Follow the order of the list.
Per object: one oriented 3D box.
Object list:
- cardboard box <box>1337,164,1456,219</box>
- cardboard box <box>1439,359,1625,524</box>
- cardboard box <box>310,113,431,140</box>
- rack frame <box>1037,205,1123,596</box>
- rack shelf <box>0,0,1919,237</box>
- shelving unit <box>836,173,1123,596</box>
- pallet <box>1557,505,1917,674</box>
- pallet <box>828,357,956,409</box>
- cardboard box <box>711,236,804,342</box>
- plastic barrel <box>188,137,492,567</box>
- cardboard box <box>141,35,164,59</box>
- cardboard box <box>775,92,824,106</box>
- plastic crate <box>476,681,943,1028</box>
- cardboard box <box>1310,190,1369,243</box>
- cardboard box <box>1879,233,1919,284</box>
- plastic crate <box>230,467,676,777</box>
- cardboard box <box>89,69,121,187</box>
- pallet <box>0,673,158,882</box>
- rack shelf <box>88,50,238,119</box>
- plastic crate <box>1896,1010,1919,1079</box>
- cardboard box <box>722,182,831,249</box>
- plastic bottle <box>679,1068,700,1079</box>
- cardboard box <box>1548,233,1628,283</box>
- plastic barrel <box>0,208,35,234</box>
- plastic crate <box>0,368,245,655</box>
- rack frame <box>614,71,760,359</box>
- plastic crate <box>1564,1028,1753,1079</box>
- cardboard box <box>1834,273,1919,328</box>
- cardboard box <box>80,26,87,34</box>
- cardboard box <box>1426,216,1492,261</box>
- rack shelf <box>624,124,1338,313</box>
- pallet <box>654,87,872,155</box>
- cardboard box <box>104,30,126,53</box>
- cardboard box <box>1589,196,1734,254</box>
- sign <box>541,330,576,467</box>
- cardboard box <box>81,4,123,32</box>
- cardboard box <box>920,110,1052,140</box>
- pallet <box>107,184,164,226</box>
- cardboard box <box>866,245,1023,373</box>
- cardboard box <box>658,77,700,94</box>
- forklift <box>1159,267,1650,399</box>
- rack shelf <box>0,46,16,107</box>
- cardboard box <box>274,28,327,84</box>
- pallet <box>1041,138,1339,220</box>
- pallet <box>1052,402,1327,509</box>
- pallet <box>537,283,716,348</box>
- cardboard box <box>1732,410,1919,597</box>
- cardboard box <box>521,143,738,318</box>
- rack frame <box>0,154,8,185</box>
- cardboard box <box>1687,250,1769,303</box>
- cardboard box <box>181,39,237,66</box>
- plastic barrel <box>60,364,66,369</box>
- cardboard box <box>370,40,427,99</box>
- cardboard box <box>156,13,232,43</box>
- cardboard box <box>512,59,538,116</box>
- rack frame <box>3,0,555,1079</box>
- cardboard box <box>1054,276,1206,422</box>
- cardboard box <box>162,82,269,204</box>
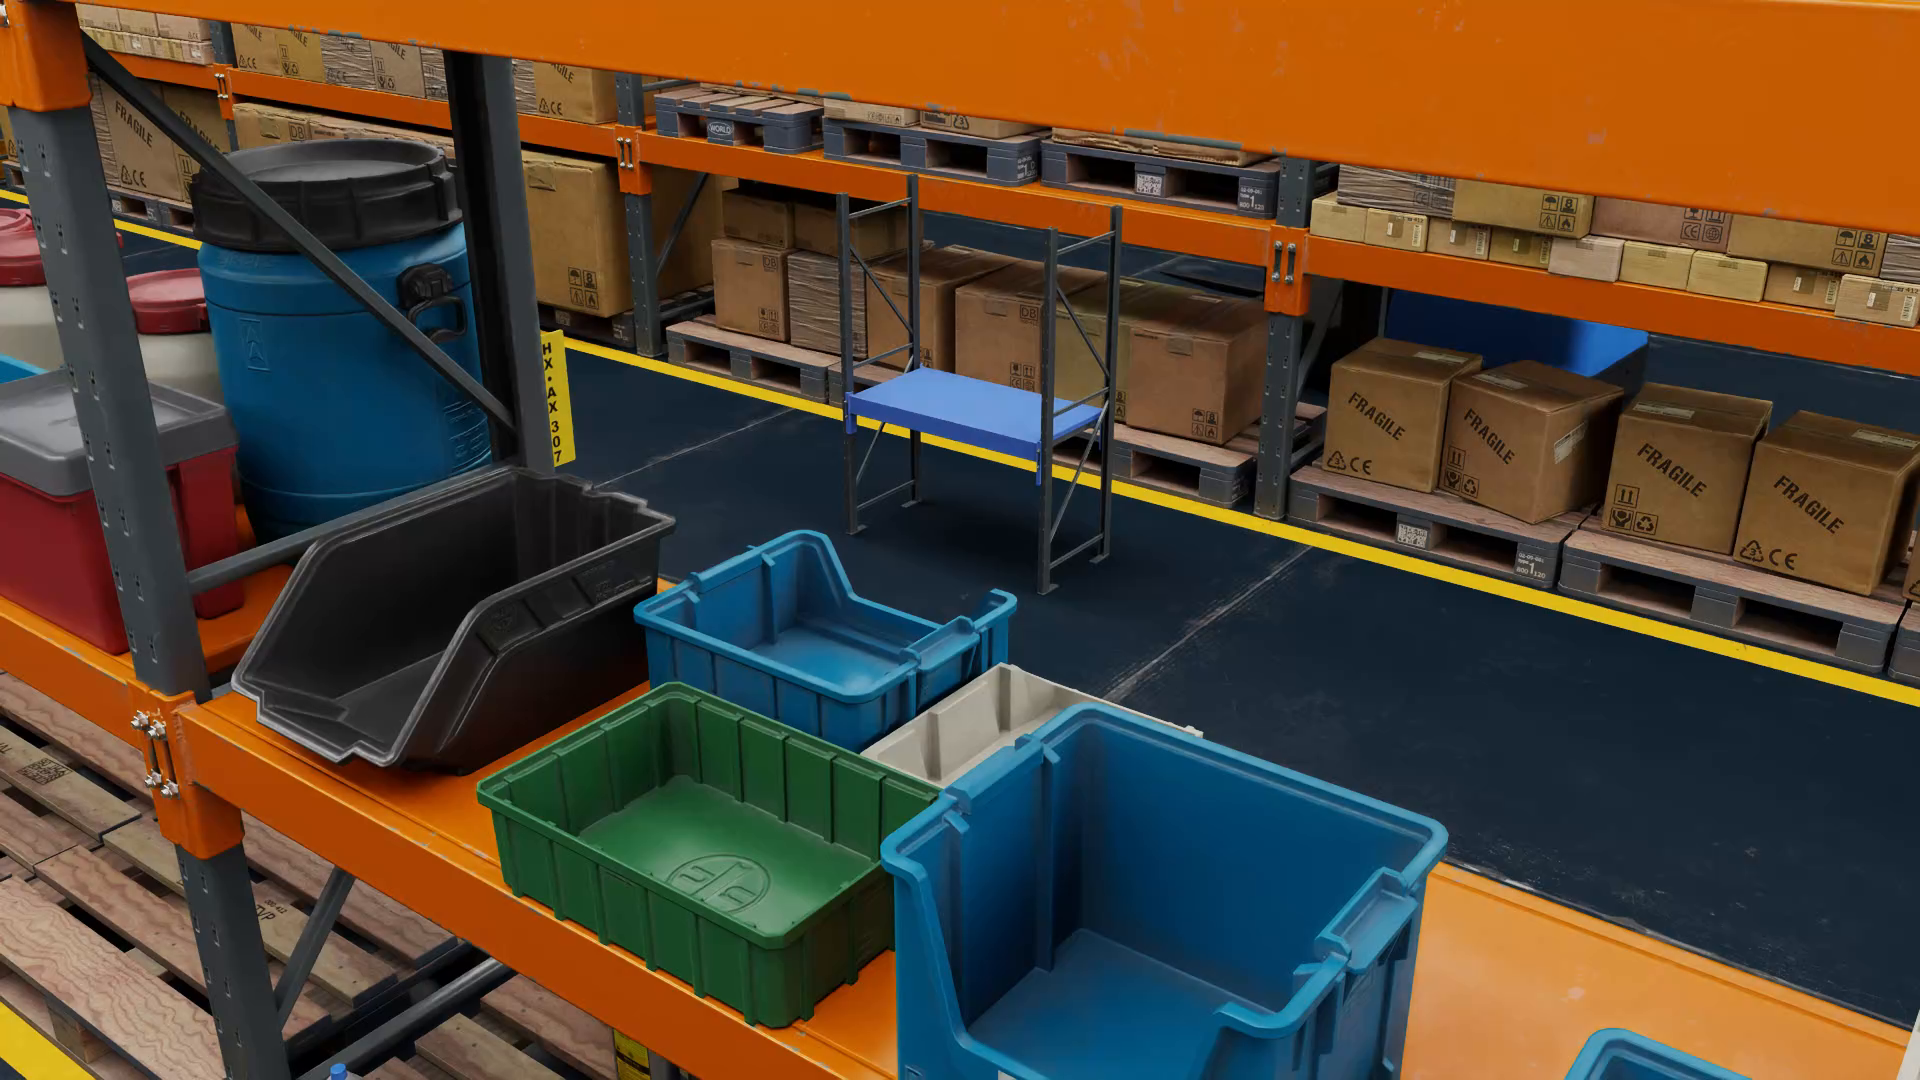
[{"bbox_3d":[1.990,-1.679,6.848,0.500,0.500,0.875,17,29,33],"label":"cardboard box"},{"bbox_3d":[2.426,-0.429,7.082,0.500,0.500,0.500,-16,28,-31],"label":"cardboard box"},{"bbox_3d":[-3.495,-2.416,11.128,0.875,0.875,1.225,16,28,32],"label":"cardboard box"},{"bbox_3d":[0.475,-0.543,6.622,0.032,1.500,0.500,17,29,33],"label":"rack frame"},{"bbox_3d":[0.297,-0.588,2.036,4.000,0.370,1.077,17,29,33],"label":"rack shelf"},{"bbox_3d":[0.068,-0.666,6.901,1.048,1.500,0.538,17,29,33],"label":"shelving unit"},{"bbox_3d":[3.206,0.096,6.771,1.213,0.211,1.003,17,29,33],"label":"pallet"},{"bbox_3d":[0.063,-0.833,8.878,1.213,0.211,1.003,17,29,33],"label":"pallet"},{"bbox_3d":[-0.985,-1.495,9.478,0.500,0.500,0.700,15,28,31],"label":"cardboard box"},{"bbox_3d":[-1.431,-0.449,3.926,0.708,0.901,0.600,17,29,33],"label":"plastic barrel"},{"bbox_3d":[-5.586,-3.538,11.871,0.250,0.149,0.380,16,29,32],"label":"cardboard box"},{"bbox_3d":[-0.571,-2.611,8.811,0.700,0.500,0.500,-22,32,-40],"label":"cardboard box"},{"bbox_3d":[-0.386,0.488,2.685,0.662,0.188,0.450,17,29,33],"label":"plastic crate"},{"bbox_3d":[1.659,-1.362,6.933,0.250,0.149,0.380,17,29,33],"label":"cardboard box"},{"bbox_3d":[3.598,-1.200,5.760,0.500,0.500,0.875,17,29,33],"label":"cardboard box"},{"bbox_3d":[-0.961,0.168,3.226,0.504,0.338,0.767,17,29,33],"label":"plastic crate"},{"bbox_3d":[-6.647,-3.399,13.358,0.875,0.875,0.875,17,29,33],"label":"cardboard box"},{"bbox_3d":[-2.935,0.776,5.228,1.213,0.211,1.003,17,29,33],"label":"pallet"},{"bbox_3d":[-6.335,-3.715,12.854,4.000,0.370,1.077,17,29,33],"label":"rack shelf"},{"bbox_3d":[1.374,0.740,2.178,0.250,0.136,0.298,17,29,33],"label":"plastic crate"},{"bbox_3d":[-0.979,-1.842,9.334,0.500,0.250,0.500,18,30,35],"label":"cardboard box"},{"bbox_3d":[-0.530,1.180,3.684,0.135,0.276,0.152,17,29,33],"label":"plastic bottle"},{"bbox_3d":[2.449,-1.115,6.372,0.250,0.149,0.380,17,29,33],"label":"cardboard box"},{"bbox_3d":[-2.871,-0.674,4.892,0.433,0.535,0.433,0,24,0],"label":"plastic barrel"},{"bbox_3d":[-1.874,-0.076,3.622,0.583,0.464,0.402,17,29,33],"label":"plastic crate"},{"bbox_3d":[-1.534,-2.593,9.416,0.127,3.000,1.000,17,29,33],"label":"rack frame"},{"bbox_3d":[0.801,0.824,1.844,0.408,0.251,0.499,17,29,33],"label":"plastic crate"},{"bbox_3d":[3.253,-0.875,5.827,0.250,0.149,0.380,17,29,33],"label":"cardboard box"},{"bbox_3d":[-6.406,-3.786,12.435,0.250,0.149,0.380,17,29,34],"label":"cardboard box"},{"bbox_3d":[2.068,-1.246,6.669,0.250,0.149,0.380,17,29,33],"label":"cardboard box"},{"bbox_3d":[0.067,-1.781,8.463,4.000,0.370,1.077,17,29,33],"label":"rack shelf"},{"bbox_3d":[-0.899,-2.368,9.141,1.003,0.211,1.213,17,29,33],"label":"pallet"},{"bbox_3d":[-5.999,-3.662,12.154,0.250,0.149,0.380,17,29,34],"label":"cardboard box"},{"bbox_3d":[2.830,-1.459,6.347,0.500,0.500,0.875,17,29,33],"label":"cardboard box"},{"bbox_3d":[-0.965,-0.330,3.935,0.005,0.325,0.100,17,29,33],"label":"sign"},{"bbox_3d":[-6.069,-3.898,12.194,0.500,0.250,0.500,18,29,34],"label":"cardboard box"},{"bbox_3d":[0.225,-2.255,7.999,0.637,0.503,0.797,20,31,38],"label":"cardboard box"},{"bbox_3d":[-6.276,-2.789,13.317,1.213,0.211,1.003,17,29,33],"label":"pallet"},{"bbox_3d":[-0.076,-1.230,8.877,0.500,0.500,0.700,20,31,38],"label":"cardboard box"},{"bbox_3d":[-1.759,-2.844,9.862,0.500,0.500,0.500,18,29,35],"label":"cardboard box"},{"bbox_3d":[2.238,-2.366,8.985,3.031,2.935,1.130,19,30,36],"label":"forklift"},{"bbox_3d":[-2.904,-1.555,4.232,4.000,0.370,1.077,17,29,33],"label":"rack shelf"},{"bbox_3d":[-4.113,-3.293,10.880,0.500,0.500,0.500,17,29,33],"label":"cardboard box"},{"bbox_3d":[1.143,-1.770,7.785,1.213,0.211,1.003,17,29,33],"label":"pallet"},{"bbox_3d":[1.043,-0.538,8.209,1.213,0.211,1.003,17,29,33],"label":"pallet"},{"bbox_3d":[-2.119,-1.532,10.466,1.213,0.211,1.003,17,29,33],"label":"pallet"},{"bbox_3d":[3.390,-0.155,6.460,0.500,0.500,0.500,20,31,38],"label":"cardboard box"},{"bbox_3d":[-2.073,-1.987,10.154,0.875,0.875,1.225,15,28,31],"label":"cardboard box"},{"bbox_3d":[-7.935,-4.528,13.807,0.127,3.000,1.000,17,29,33],"label":"rack frame"},{"bbox_3d":[2.867,-1.004,6.119,0.250,0.149,0.380,17,29,33],"label":"cardboard box"},{"bbox_3d":[-5.175,-3.414,11.589,0.250,0.149,0.380,17,29,34],"label":"cardboard box"},{"bbox_3d":[-2.270,-0.334,4.460,0.301,0.262,0.301,0,24,0],"label":"plastic barrel"},{"bbox_3d":[-3.297,-3.049,10.326,0.500,0.500,0.500,17,29,34],"label":"cardboard box"},{"bbox_3d":[-5.245,-3.650,11.632,0.500,0.250,0.500,16,29,32],"label":"cardboard box"},{"bbox_3d":[-2.473,-2.801,9.763,0.500,0.500,0.500,17,29,33],"label":"cardboard box"},{"bbox_3d":[-1.303,-0.028,3.594,0.127,3.000,1.000,17,29,33],"label":"rack frame"},{"bbox_3d":[0.818,-0.960,8.264,0.500,0.500,0.700,17,29,33],"label":"cardboard box"},{"bbox_3d":[-5.215,-2.966,12.376,0.875,0.875,0.875,17,29,33],"label":"cardboard box"}]
